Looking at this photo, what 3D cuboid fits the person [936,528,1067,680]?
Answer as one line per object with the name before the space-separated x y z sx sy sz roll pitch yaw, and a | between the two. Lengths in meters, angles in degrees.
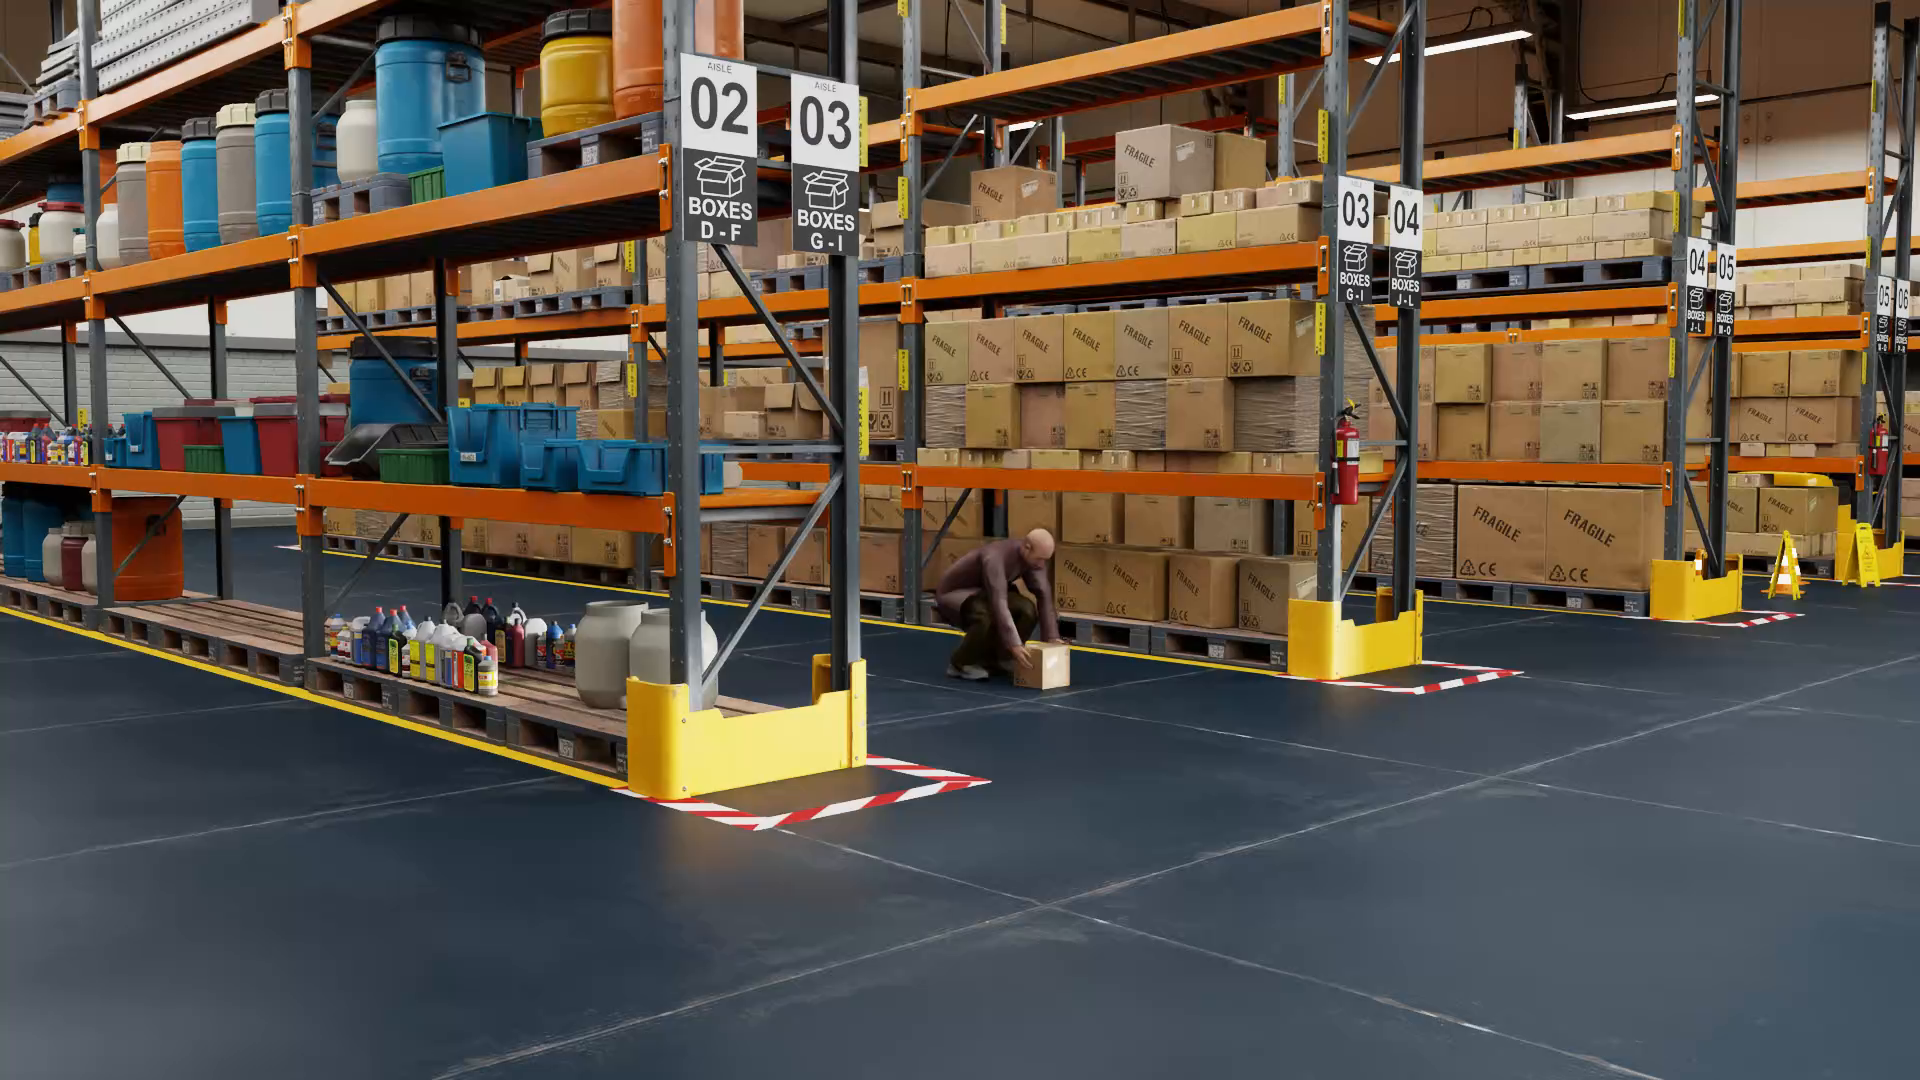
person | 0.252 0.403 10.676 0.609 0.982 0.905 -4 5 -44
